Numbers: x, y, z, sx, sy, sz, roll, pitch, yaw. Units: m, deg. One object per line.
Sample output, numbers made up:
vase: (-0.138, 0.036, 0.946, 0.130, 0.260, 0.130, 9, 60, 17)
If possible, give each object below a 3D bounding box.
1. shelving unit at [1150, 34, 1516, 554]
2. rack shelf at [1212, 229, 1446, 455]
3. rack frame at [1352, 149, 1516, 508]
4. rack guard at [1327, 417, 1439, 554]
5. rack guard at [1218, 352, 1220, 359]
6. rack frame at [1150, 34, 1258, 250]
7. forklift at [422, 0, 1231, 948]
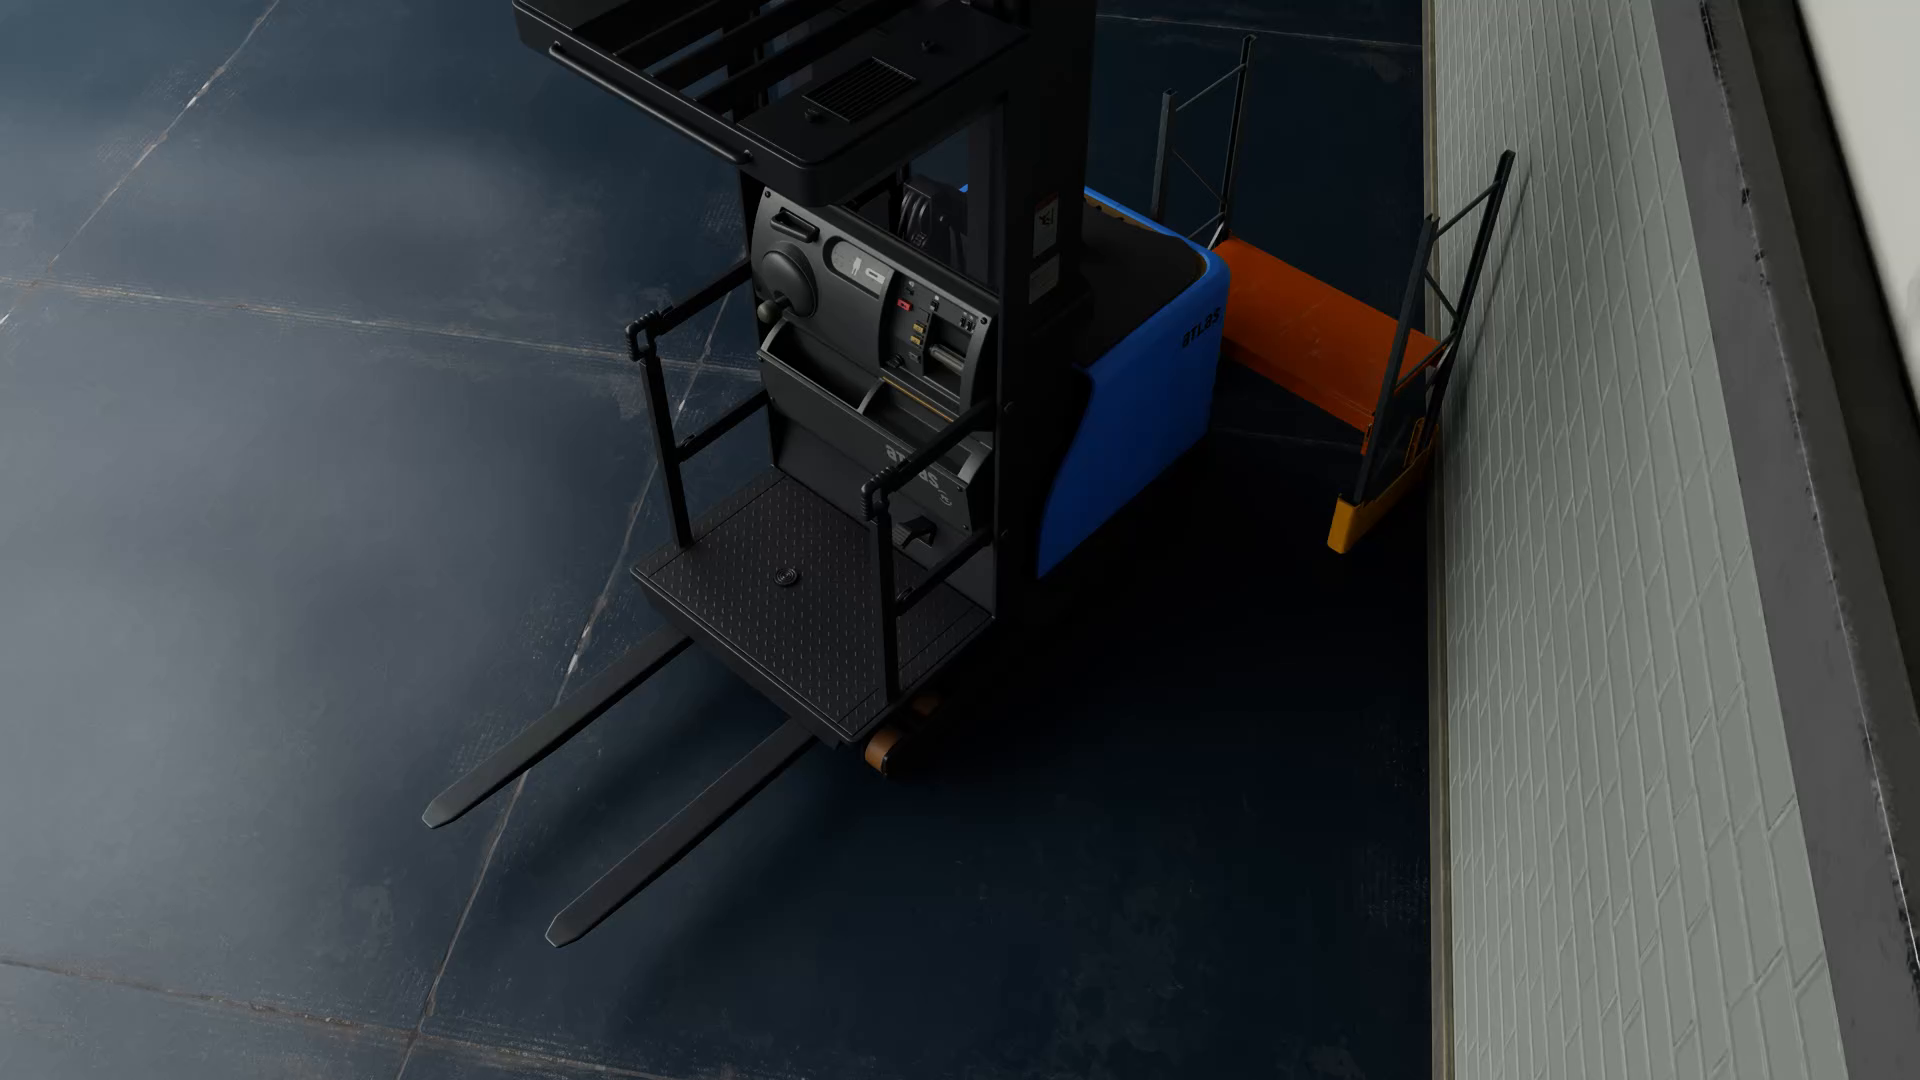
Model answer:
shelving unit: (1.229, -0.876, 6.029, 1.083, 1.500, 0.587, 34, 57, 27)
rack shelf: (1.236, -0.752, 6.159, 1.000, 0.185, 0.538, 34, 57, 27)
rack frame: (1.610, -0.616, 5.795, 0.032, 1.500, 0.500, 34, 57, 27)
rack guard: (1.596, -0.208, 6.269, 0.087, 0.250, 0.587, 34, 57, 27)
rack guard: (0.863, -0.709, 6.719, 0.087, 0.250, 0.587, 34, 57, 27)
rack frame: (0.862, -1.128, 6.255, 0.032, 1.500, 0.500, 34, 57, 27)
forklift: (-0.417, -0.636, 4.851, 1.130, 2.935, 3.031, 34, 56, 27)
